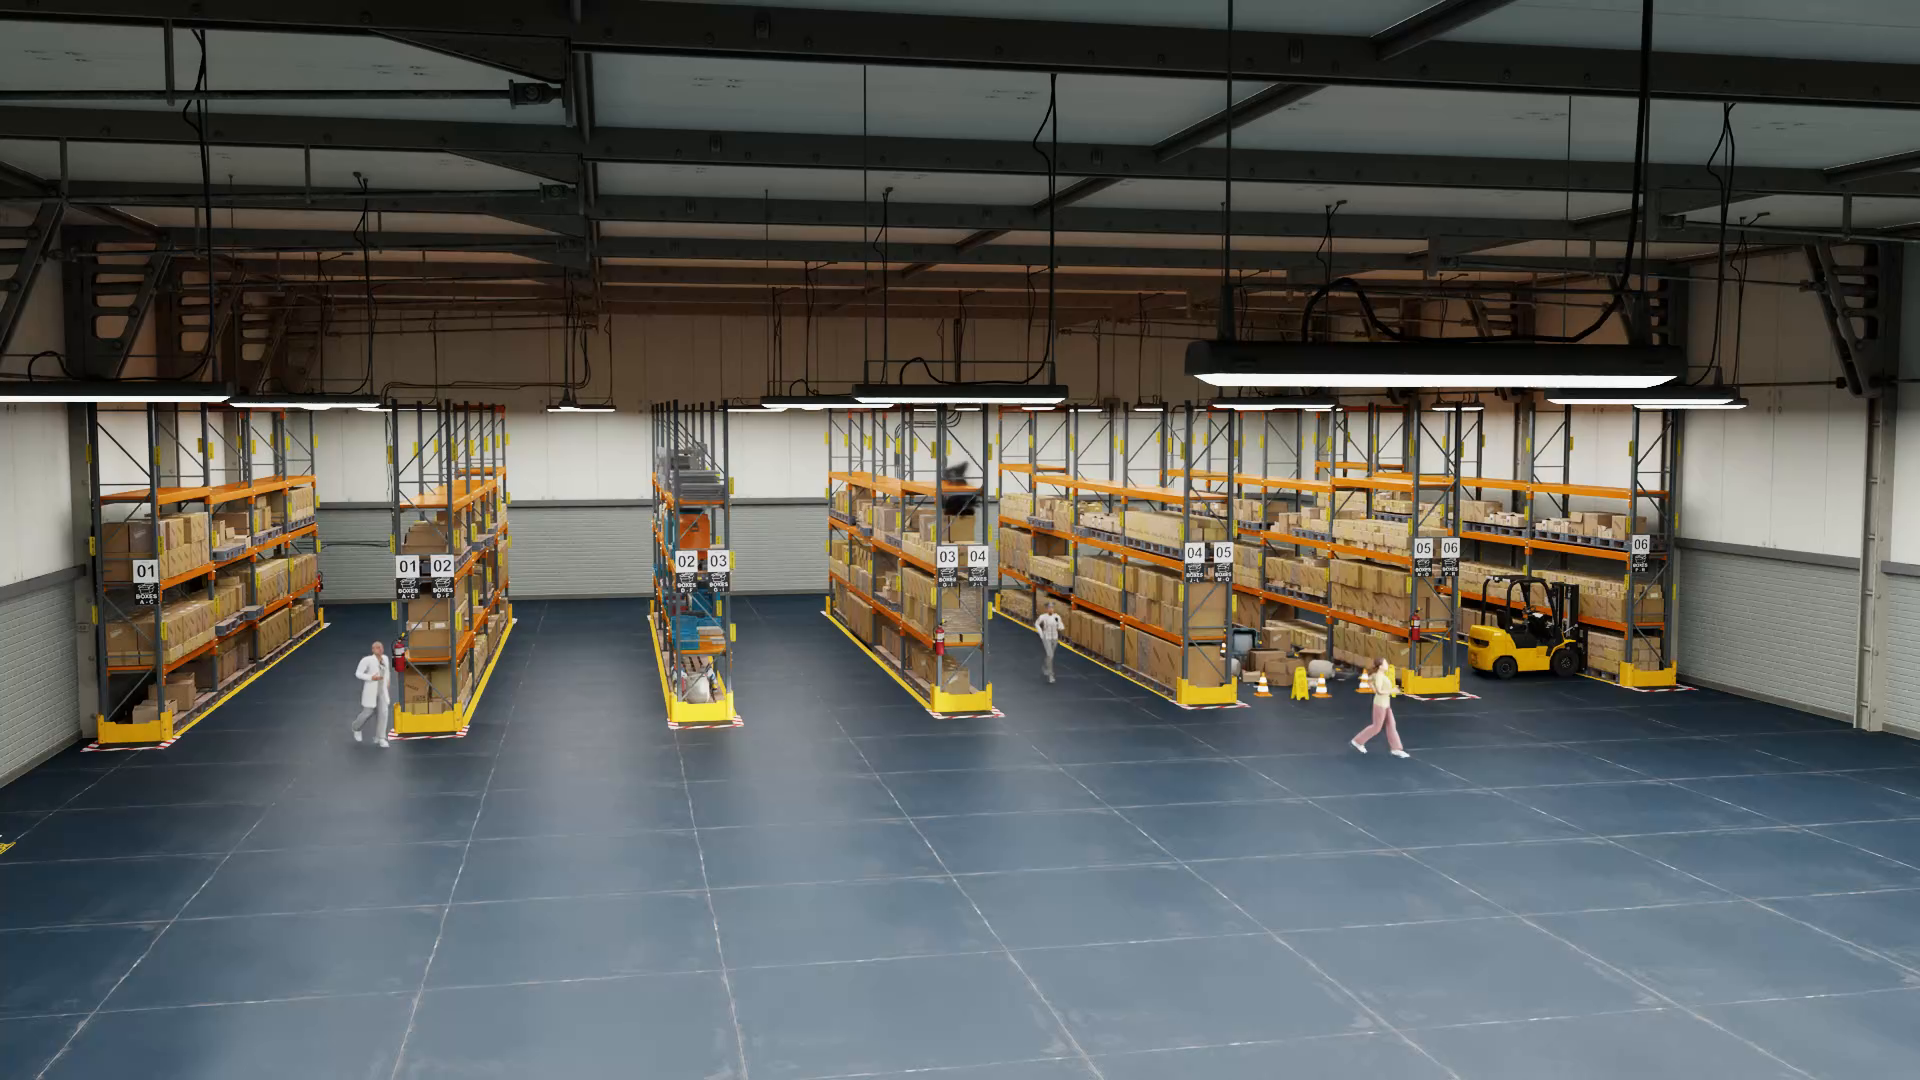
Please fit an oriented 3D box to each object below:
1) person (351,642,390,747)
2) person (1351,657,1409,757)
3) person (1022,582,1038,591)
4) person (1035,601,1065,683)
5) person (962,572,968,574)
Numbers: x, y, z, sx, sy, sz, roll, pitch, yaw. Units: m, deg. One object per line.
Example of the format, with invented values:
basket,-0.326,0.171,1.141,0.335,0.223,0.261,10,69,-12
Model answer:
person,-10.162,2.658,28.894,0.974,1.790,0.718,4,6,41
person,7.007,2.776,27.692,0.951,1.673,0.574,1,5,18
person,2.141,1.112,50.042,0.684,1.647,0.583,-1,5,-17
person,1.961,2.180,35.883,0.586,1.747,0.789,-1,5,-19
person,0.011,1.285,47.602,0.761,1.698,0.759,0,4,6
